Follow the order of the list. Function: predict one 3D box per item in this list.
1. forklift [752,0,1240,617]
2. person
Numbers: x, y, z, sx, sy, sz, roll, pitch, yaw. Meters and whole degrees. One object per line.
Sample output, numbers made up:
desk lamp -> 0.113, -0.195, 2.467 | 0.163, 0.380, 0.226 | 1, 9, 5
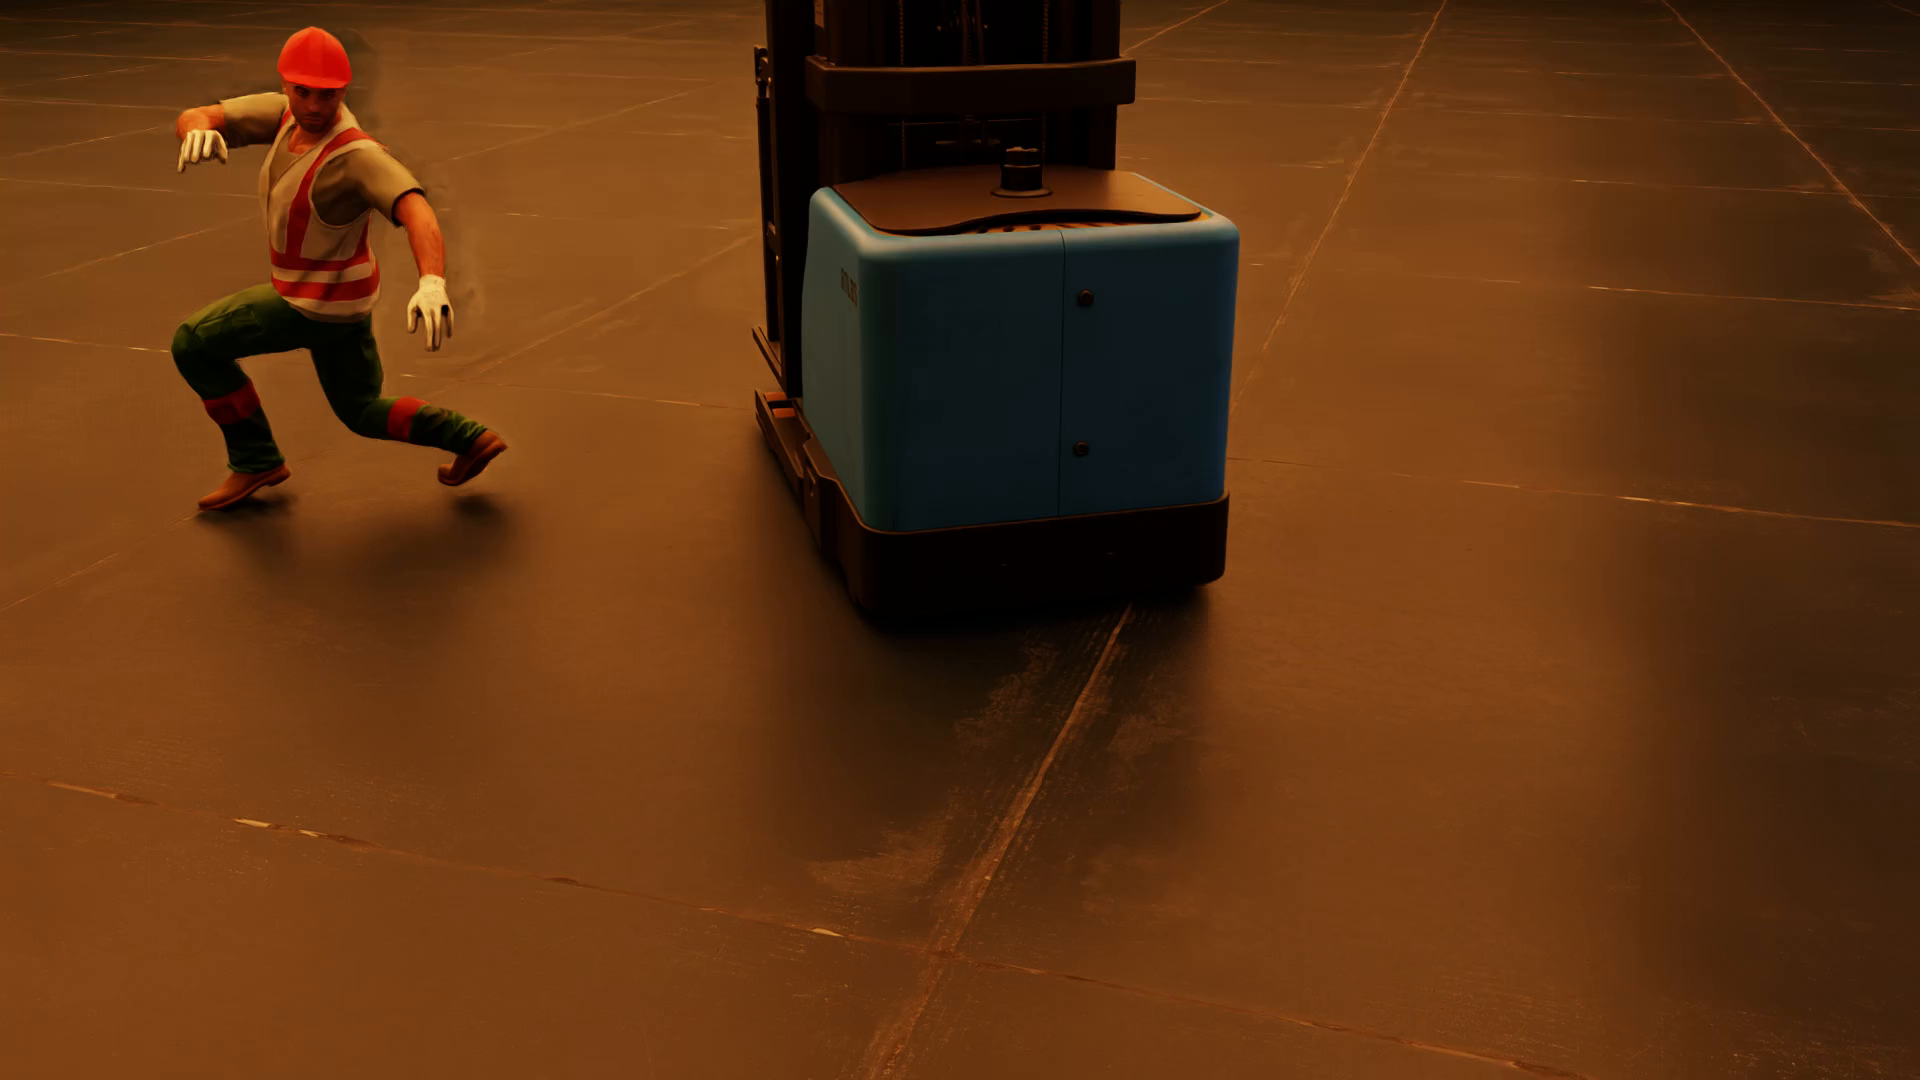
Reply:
forklift -> -0.116, -1.684, 5.358 | 1.130, 2.935, 3.031 | -6, 23, -14
person -> -1.938, -0.755, 5.021 | 0.991, 1.510, 0.825 | -4, 23, -10
